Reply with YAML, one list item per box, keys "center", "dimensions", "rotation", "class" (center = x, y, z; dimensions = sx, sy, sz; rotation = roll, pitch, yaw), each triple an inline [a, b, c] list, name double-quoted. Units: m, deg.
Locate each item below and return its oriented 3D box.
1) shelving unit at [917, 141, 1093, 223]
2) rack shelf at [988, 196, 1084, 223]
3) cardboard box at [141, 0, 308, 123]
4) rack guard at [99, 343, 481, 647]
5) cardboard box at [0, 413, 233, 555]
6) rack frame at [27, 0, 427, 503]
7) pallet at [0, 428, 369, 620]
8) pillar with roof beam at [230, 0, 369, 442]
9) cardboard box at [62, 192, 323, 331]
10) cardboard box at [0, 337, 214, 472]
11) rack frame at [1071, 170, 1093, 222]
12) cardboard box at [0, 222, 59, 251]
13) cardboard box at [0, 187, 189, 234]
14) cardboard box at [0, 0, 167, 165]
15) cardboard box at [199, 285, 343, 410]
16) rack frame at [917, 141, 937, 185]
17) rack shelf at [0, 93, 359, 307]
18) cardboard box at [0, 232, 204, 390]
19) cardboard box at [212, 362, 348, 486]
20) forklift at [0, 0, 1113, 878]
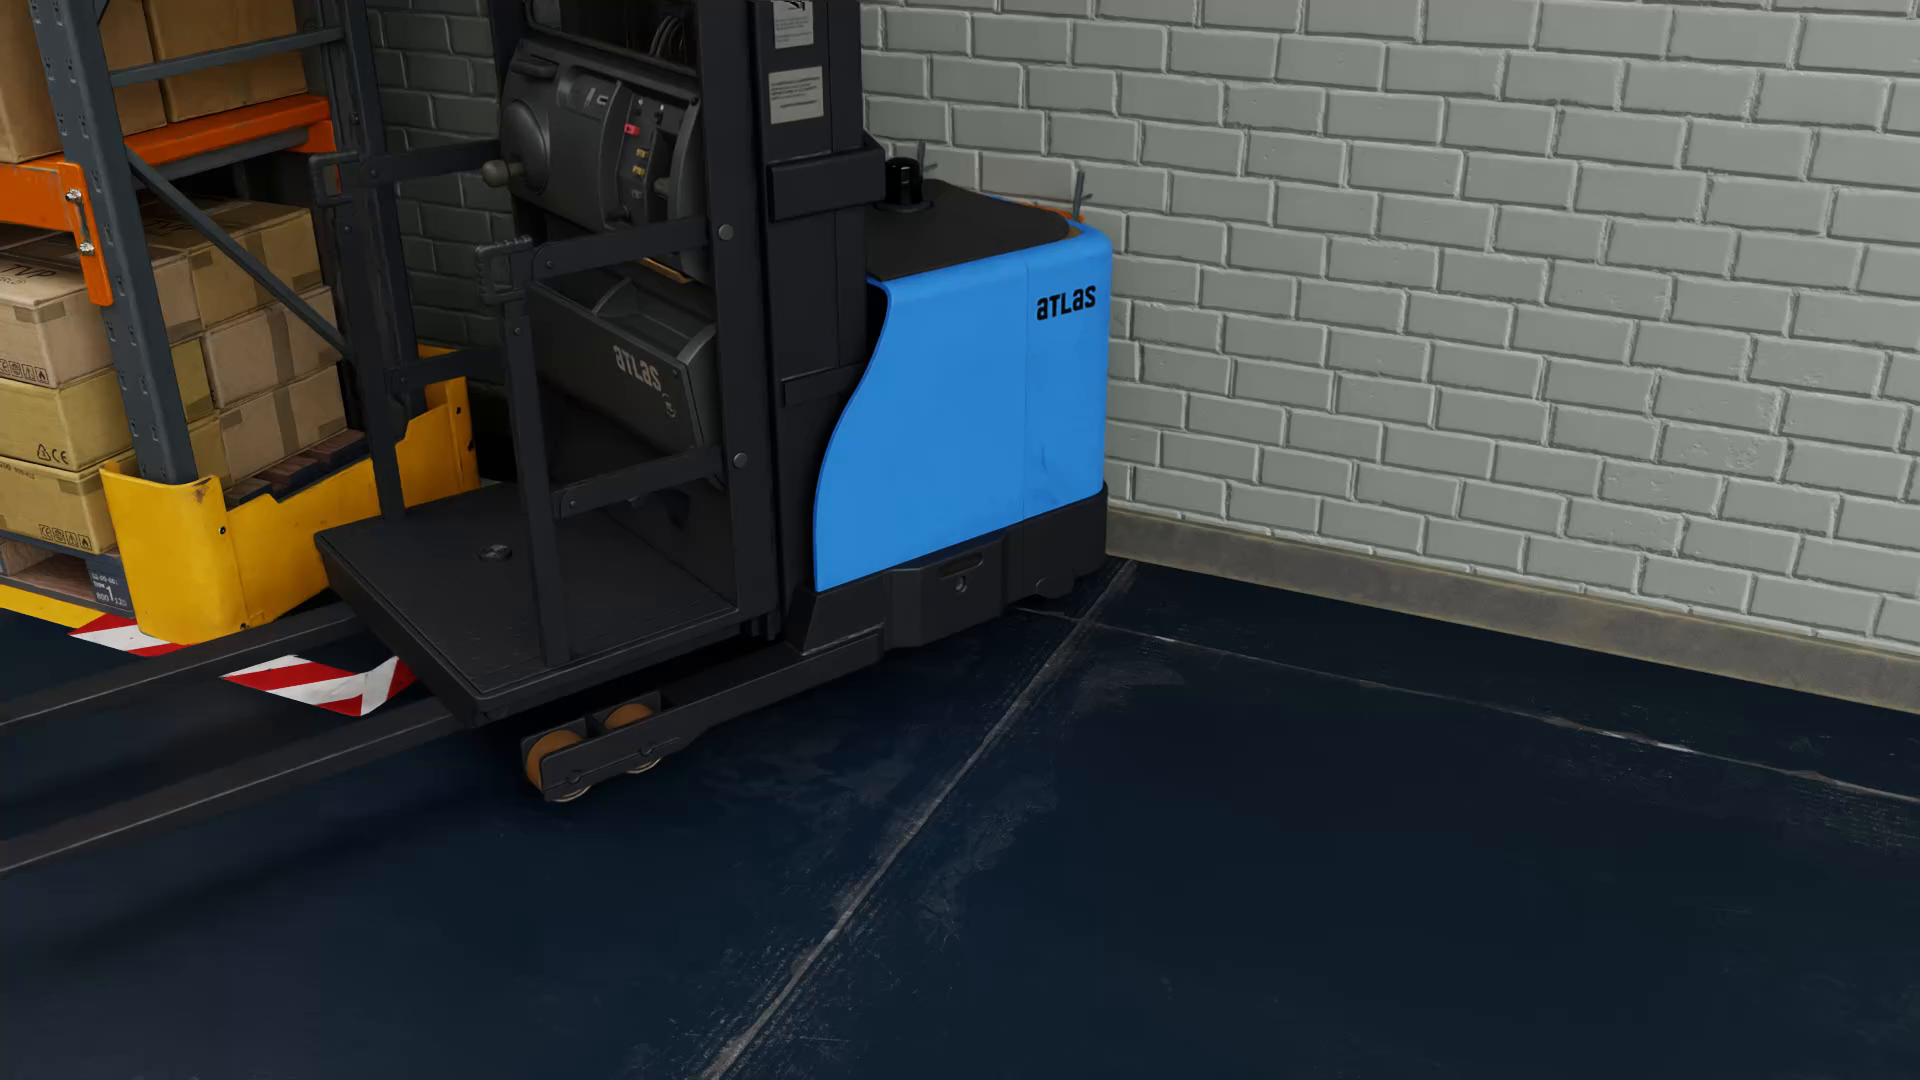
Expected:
- center: [0.091, -0.564, 5.001]
  dimensions: [0.503, 1.200, 0.258]
  rotation: [15, 24, 19]
  class: "shelving unit"
- center: [0.135, -0.924, 4.850]
  dimensions: [0.480, 0.148, 0.258]
  rotation: [15, 24, 19]
  class: "rack shelf"
- center: [-2.325, -1.545, 4.879]
  dimensions: [0.500, 0.500, 0.500]
  rotation: [12, 29, 23]
  class: "cardboard box"
- center: [-1.967, -0.172, 5.033]
  dimensions: [0.348, 0.500, 1.175]
  rotation: [11, 28, 22]
  class: "rack guard"
- center: [-2.548, -0.211, 4.921]
  dimensions: [0.500, 0.250, 0.500]
  rotation: [12, 28, 22]
  class: "cardboard box"
- center: [-1.989, -1.298, 4.490]
  dimensions: [0.127, 3.000, 1.000]
  rotation: [11, 28, 22]
  class: "rack frame"
- center: [-2.702, -0.170, 5.356]
  dimensions: [1.213, 0.211, 1.003]
  rotation: [11, 28, 22]
  class: "pallet"
- center: [-4.032, -2.748, 0.644]
  dimensions: [0.400, 9.000, 9.100]
  rotation: [11, 28, 22]
  class: "pillar with roof beam"
- center: [-2.348, -0.865, 5.117]
  dimensions: [0.500, 0.250, 0.500]
  rotation: [11, 28, 21]
  class: "cardboard box"
- center: [-2.561, -0.440, 4.820]
  dimensions: [0.500, 0.250, 0.500]
  rotation: [11, 28, 21]
  class: "cardboard box"
- center: [0.313, -0.503, 4.920]
  dimensions: [0.015, 1.200, 0.240]
  rotation: [15, 24, 19]
  class: "rack frame"
- center: [-3.005, -0.751, 4.885]
  dimensions: [0.500, 0.250, 0.500]
  rotation: [12, 29, 23]
  class: "cardboard box"
- center: [-2.805, -0.955, 5.299]
  dimensions: [0.500, 0.250, 0.500]
  rotation: [11, 28, 22]
  class: "cardboard box"
- center: [-2.546, -1.327, 4.436]
  dimensions: [0.500, 0.500, 0.500]
  rotation: [11, 28, 21]
  class: "cardboard box"
- center: [-2.331, -0.646, 5.238]
  dimensions: [0.500, 0.250, 0.500]
  rotation: [12, 29, 23]
  class: "cardboard box"
- center: [-0.131, -0.624, 5.082]
  dimensions: [0.015, 1.200, 0.240]
  rotation: [15, 24, 19]
  class: "rack frame"
- center: [-3.810, -1.341, 5.392]
  dimensions: [4.000, 0.370, 1.077]
  rotation: [11, 28, 22]
  class: "rack shelf"
- center: [-2.537, -0.660, 4.700]
  dimensions: [0.500, 0.250, 0.500]
  rotation: [12, 29, 24]
  class: "cardboard box"
- center: [-2.355, -0.421, 5.347]
  dimensions: [0.500, 0.250, 0.500]
  rotation: [11, 28, 22]
  class: "cardboard box"
- center: [-1.037, -0.953, 3.868]
  dimensions: [3.031, 2.935, 1.130]
  rotation: [-19, 32, -34]
  class: "forklift"
